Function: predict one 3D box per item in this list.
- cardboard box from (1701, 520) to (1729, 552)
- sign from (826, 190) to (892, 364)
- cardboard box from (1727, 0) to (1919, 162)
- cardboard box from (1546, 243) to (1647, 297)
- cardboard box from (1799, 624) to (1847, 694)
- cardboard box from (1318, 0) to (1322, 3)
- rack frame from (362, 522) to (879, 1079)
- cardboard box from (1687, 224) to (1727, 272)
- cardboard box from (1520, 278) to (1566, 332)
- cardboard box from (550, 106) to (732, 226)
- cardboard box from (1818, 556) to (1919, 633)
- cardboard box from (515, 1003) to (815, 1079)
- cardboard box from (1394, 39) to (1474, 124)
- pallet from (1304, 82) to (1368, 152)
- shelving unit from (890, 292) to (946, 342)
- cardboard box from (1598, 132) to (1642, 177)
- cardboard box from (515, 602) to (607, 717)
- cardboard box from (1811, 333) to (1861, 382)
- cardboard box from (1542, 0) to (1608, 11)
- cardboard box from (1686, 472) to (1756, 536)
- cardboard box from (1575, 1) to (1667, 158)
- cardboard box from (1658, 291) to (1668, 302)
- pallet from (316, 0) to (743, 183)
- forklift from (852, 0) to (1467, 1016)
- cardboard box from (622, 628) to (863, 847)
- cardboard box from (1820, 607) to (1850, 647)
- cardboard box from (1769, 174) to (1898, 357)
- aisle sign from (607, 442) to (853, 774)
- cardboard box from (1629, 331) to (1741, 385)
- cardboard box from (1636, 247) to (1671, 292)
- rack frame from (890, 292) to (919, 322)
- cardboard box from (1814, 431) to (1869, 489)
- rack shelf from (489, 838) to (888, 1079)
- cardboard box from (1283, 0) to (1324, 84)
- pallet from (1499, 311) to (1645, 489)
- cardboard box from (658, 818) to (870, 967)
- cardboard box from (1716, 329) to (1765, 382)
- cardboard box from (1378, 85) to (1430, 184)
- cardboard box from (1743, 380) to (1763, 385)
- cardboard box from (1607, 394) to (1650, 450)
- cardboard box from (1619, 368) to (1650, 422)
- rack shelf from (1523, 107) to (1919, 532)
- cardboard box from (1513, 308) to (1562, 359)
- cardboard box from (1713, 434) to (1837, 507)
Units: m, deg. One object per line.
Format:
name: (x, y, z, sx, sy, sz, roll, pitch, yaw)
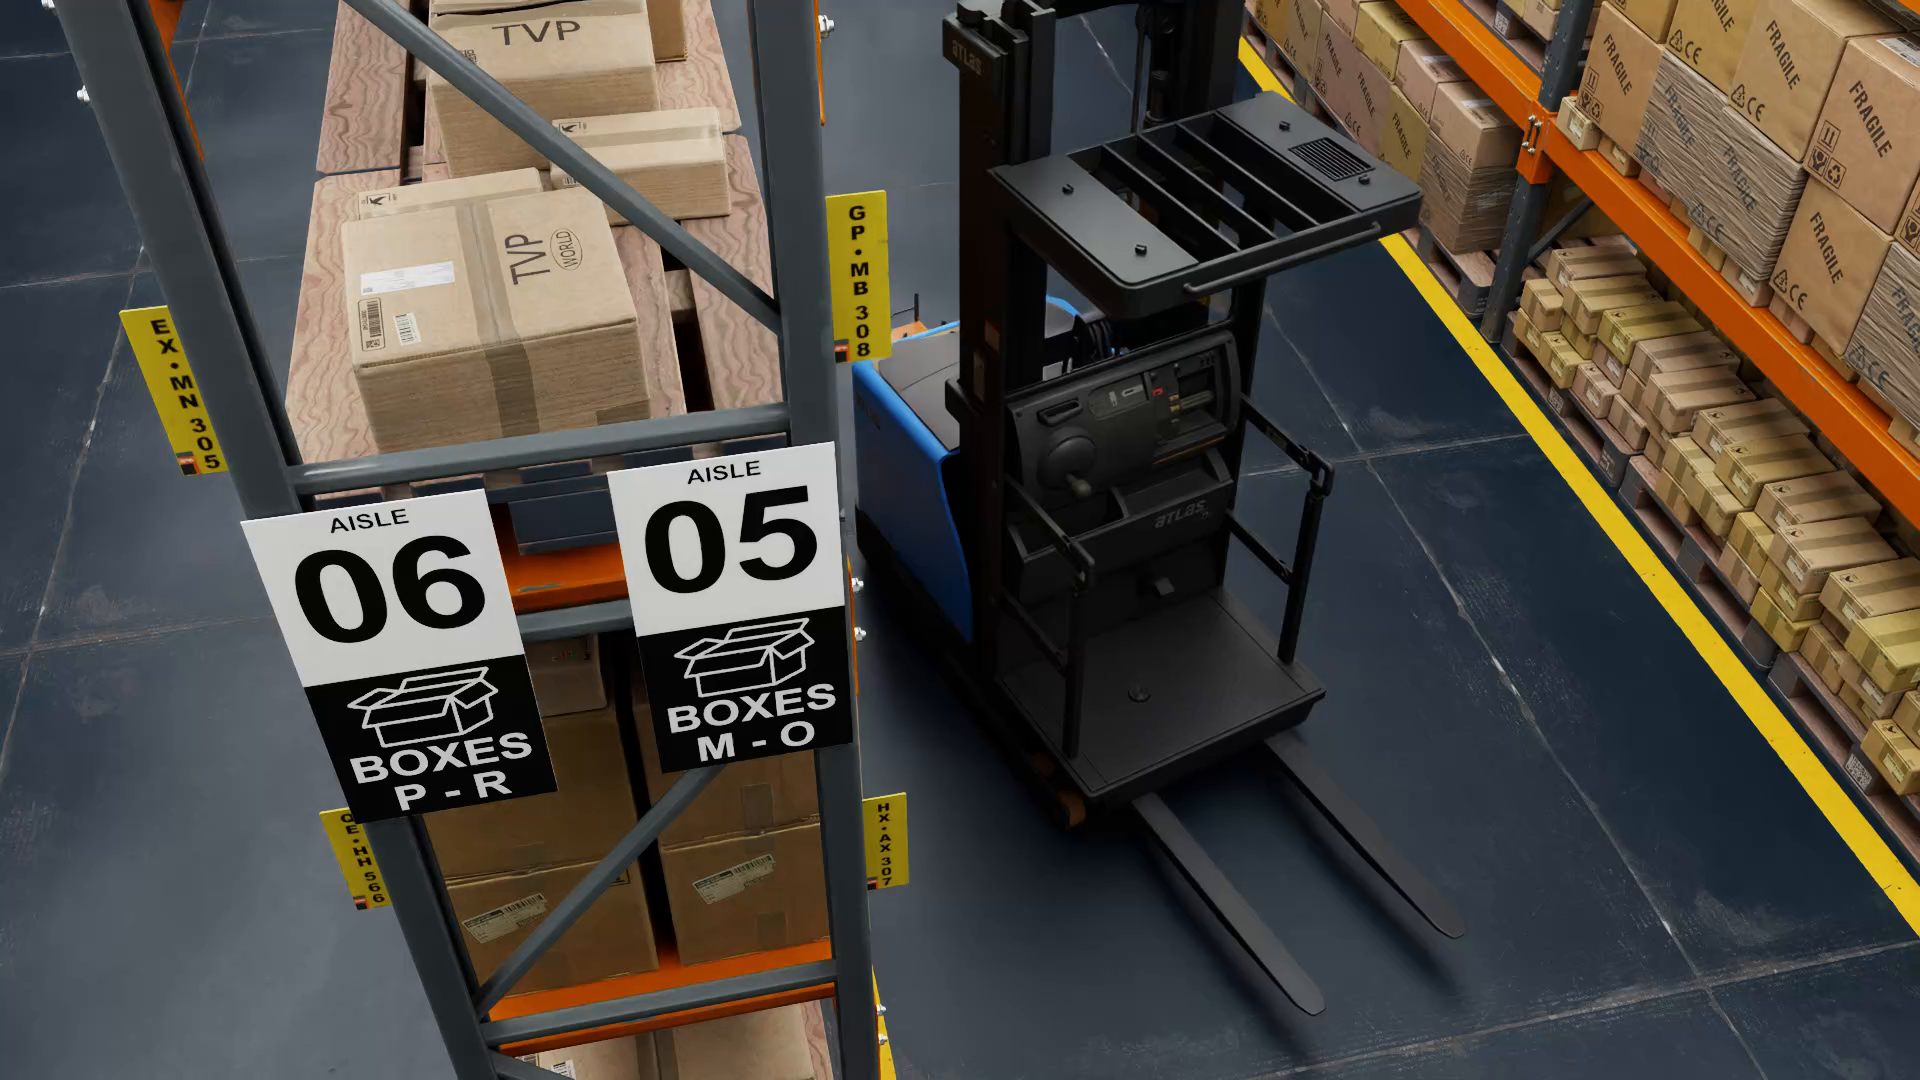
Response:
cardboard box: (3.452, -0.064, 7.175, 0.380, 0.149, 0.250, -7, 42, -8)
sign: (-0.168, -0.436, 2.785, 0.100, 0.325, 0.005, -8, 42, -9)
cardboard box: (3.301, -1.780, 6.224, 0.500, 0.500, 0.500, -8, 42, -9)
cardboard box: (3.109, -1.310, 8.131, 0.380, 0.149, 0.250, -7, 42, -8)
cardboard box: (3.589, 0.447, 6.599, 0.380, 0.149, 0.250, -8, 42, -9)
cardboard box: (2.395, -3.534, 10.256, 0.500, 0.250, 0.500, -9, 42, -10)
rack frame: (-0.712, 1.118, 4.012, 1.000, 3.000, 0.127, -8, 42, -9)
cardboard box: (3.259, -1.253, 6.873, 0.380, 0.149, 0.250, -8, 42, -8)
cardboard box: (3.002, -1.171, 8.198, 0.380, 0.149, 0.250, -7, 42, -7)
cardboard box: (-0.722, -0.842, 3.759, 0.380, 0.149, 0.250, -7, 42, -8)
cardboard box: (3.566, 0.226, 6.401, 0.380, 0.149, 0.250, -10, 43, -11)
cardboard box: (-0.952, 1.506, 5.189, 0.875, 0.438, 0.875, -10, 43, -11)
cardboard box: (2.731, -2.534, 9.128, 0.500, 0.250, 0.500, -6, 42, -7)
pallet: (2.800, -2.503, 10.193, 1.003, 0.211, 1.213, -8, 42, -9)
shelving unit: (-0.208, -0.567, 7.380, 0.215, 1.050, 0.252, -20, 46, -22)
cardboard box: (3.106, -1.768, 7.453, 0.380, 0.149, 0.250, -7, 42, -8)
cardboard box: (-0.985, 0.260, 3.662, 0.380, 0.149, 0.250, -8, 42, -9)
cardboard box: (3.488, -0.751, 6.307, 0.380, 0.149, 0.250, -8, 42, -9)
cardboard box: (2.958, -2.653, 7.910, 0.380, 0.149, 0.250, -7, 42, -8)
cardboard box: (3.345, -0.174, 7.075, 0.380, 0.149, 0.250, -8, 42, -9)
cardboard box: (3.097, -2.041, 7.272, 0.500, 0.500, 0.500, -9, 42, -10)
cardboard box: (3.615, -1.293, 8.336, 0.380, 0.149, 0.250, -8, 42, -8)
pallet: (-1.149, -1.242, 4.479, 1.003, 0.211, 1.213, -8, 42, -9)
forklift: (0.702, -0.355, 5.724, 1.130, 2.935, 3.031, -20, 46, -22)
cardboard box: (-0.537, 0.355, 4.044, 0.500, 0.500, 0.500, -9, 42, -10)
cardboard box: (3.636, 0.315, 6.525, 0.380, 0.149, 0.250, -9, 42, -10)
cardboard box: (3.429, -1.046, 6.151, 0.500, 0.500, 0.500, -6, 42, -7)
aisle sign: (-0.413, 0.151, 3.144, 0.394, 0.787, 0.004, -8, 42, -9)
cardboard box: (3.291, -0.800, 7.556, 0.380, 0.149, 0.250, -9, 42, -10)
cardboard box: (3.568, -1.369, 8.198, 0.380, 0.149, 0.250, -7, 42, -8)
rack frame: (-0.267, -0.638, 7.459, 0.200, 1.050, 0.008, -20, 46, -22)
cardboard box: (3.867, -0.358, 7.058, 0.380, 0.149, 0.250, -8, 42, -9)
rack shelf: (-1.143, 0.091, 5.712, 1.077, 0.370, 4.000, -8, 42, -9)
cardboard box: (2.389, -3.244, 10.493, 0.500, 0.500, 0.500, -8, 42, -9)
pallet: (3.416, -0.776, 8.247, 1.003, 0.211, 1.213, -8, 42, -9)
cardboard box: (-0.535, 0.729, 4.376, 0.500, 0.500, 0.500, -9, 42, -10)
cardboard box: (3.702, -0.870, 7.635, 0.380, 0.149, 0.250, -7, 42, -8)
cardboard box: (2.720, -2.248, 9.371, 0.500, 0.500, 0.500, -9, 42, -10)
cardboard box: (3.719, -0.771, 7.748, 0.380, 0.149, 0.250, -8, 42, -9)
cardboard box: (3.267, -0.575, 7.751, 0.380, 0.149, 0.250, -9, 42, -10)
cardboard box: (3.288, -0.691, 7.658, 0.380, 0.149, 0.250, -10, 43, -11)
rack shelf: (3.668, -0.684, 6.584, 1.077, 0.370, 4.000, -8, 42, -9)
cardboard box: (3.001, -1.058, 8.295, 0.380, 0.149, 0.250, -10, 43, -11)
cardboard box: (3.421, -0.293, 6.985, 0.380, 0.149, 0.250, -8, 42, -9)
